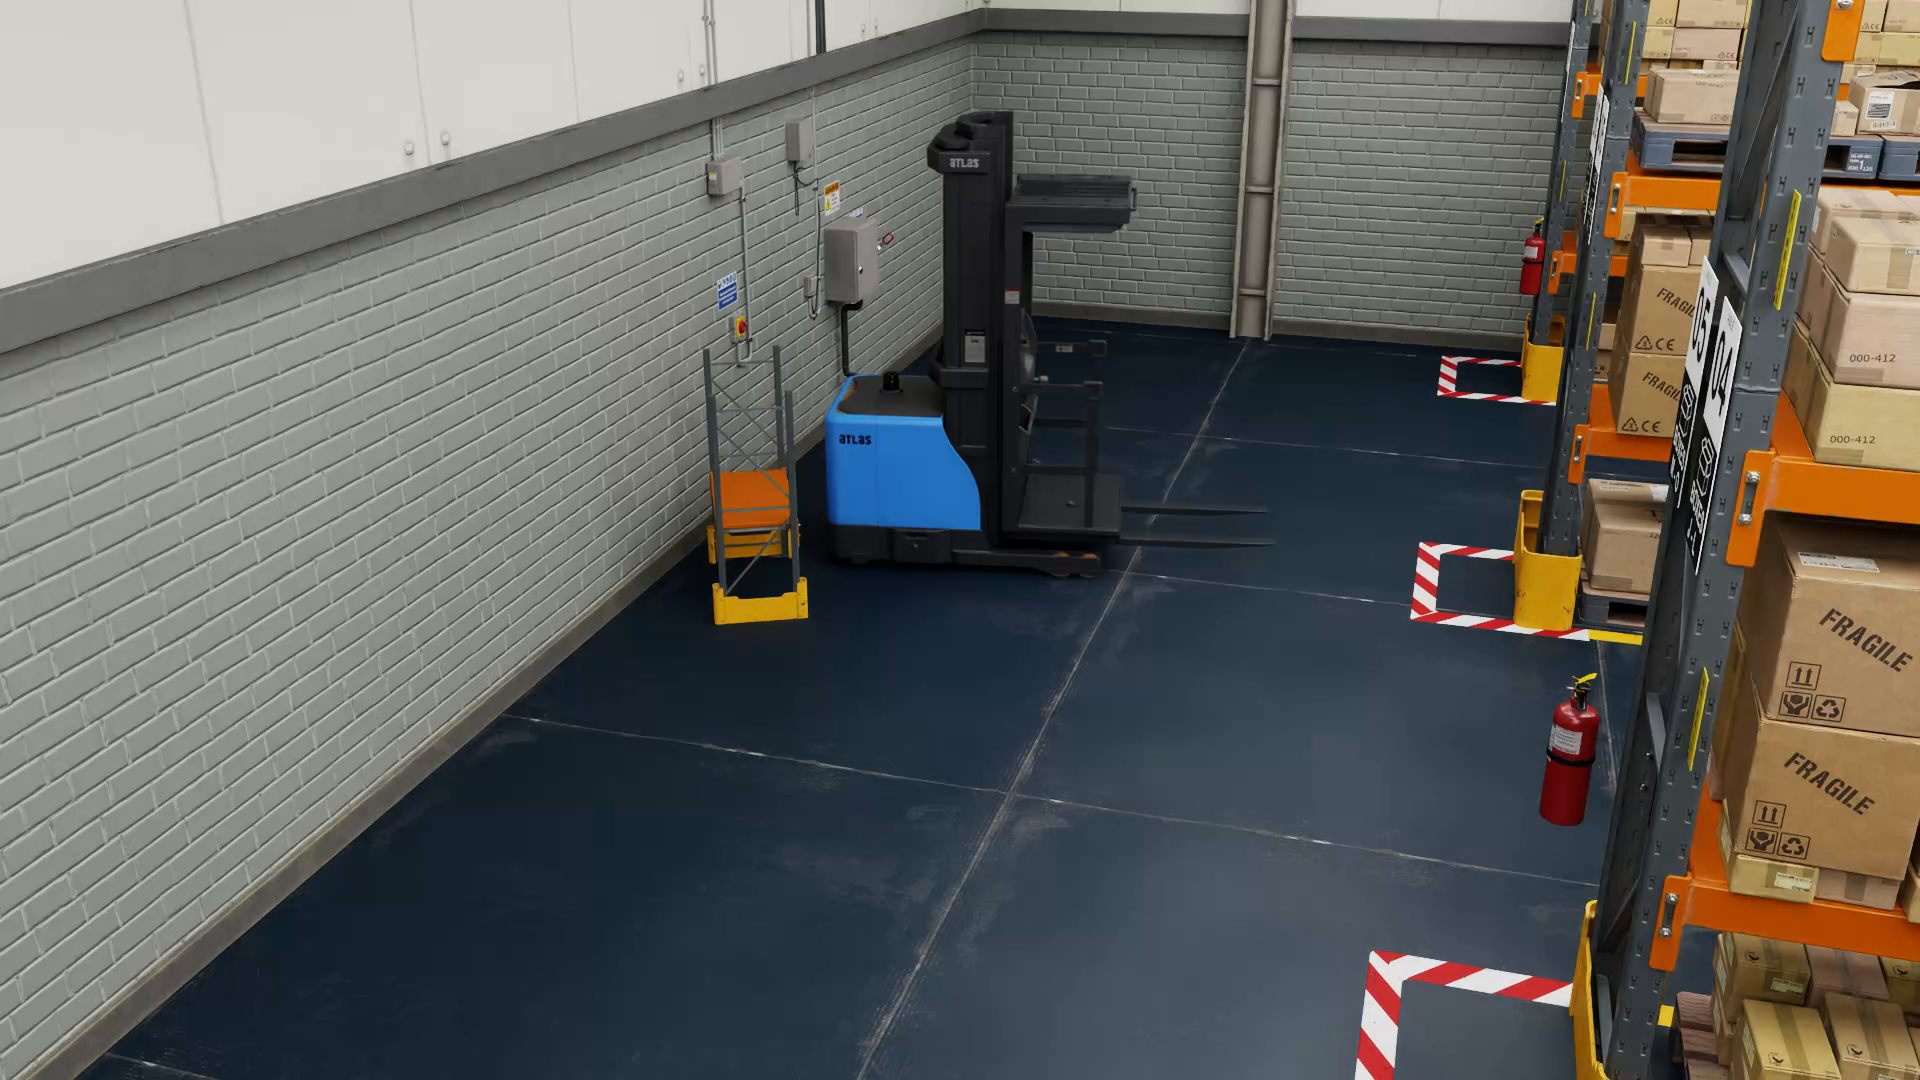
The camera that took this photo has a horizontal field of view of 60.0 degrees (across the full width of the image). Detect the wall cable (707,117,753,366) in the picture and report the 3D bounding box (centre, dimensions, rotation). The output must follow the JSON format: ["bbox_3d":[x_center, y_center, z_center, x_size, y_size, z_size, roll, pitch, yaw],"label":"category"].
[{"bbox_3d":[-1.570,-2.131,11.632,0.123,1.953,0.585,7,23,16],"label":"wall cable"}]

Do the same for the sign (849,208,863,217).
[{"bbox_3d":[-0.879,-2.552,14.163,0.001,0.494,0.329,7,23,16],"label":"sign"}]

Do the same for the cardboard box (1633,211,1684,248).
[{"bbox_3d":[4.236,-1.879,10.094,0.250,0.149,0.380,7,23,16],"label":"cardboard box"}]

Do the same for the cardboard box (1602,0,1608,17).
[{"bbox_3d":[5.771,-4.580,14.178,0.500,0.250,0.500,6,23,14],"label":"cardboard box"}]

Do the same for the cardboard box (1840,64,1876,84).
[{"bbox_3d":[7.183,-3.764,13.371,0.250,0.149,0.380,7,23,17],"label":"cardboard box"}]

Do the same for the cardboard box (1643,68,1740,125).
[{"bbox_3d":[4.292,-2.579,9.664,0.500,0.250,0.500,4,23,11],"label":"cardboard box"}]

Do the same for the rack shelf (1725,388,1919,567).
[{"bbox_3d":[4.417,-0.063,4.966,4.000,0.370,1.077,7,23,16],"label":"rack shelf"}]

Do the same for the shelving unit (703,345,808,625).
[{"bbox_3d":[-1.346,-0.380,10.720,0.587,1.500,1.083,-4,23,-9],"label":"shelving unit"}]

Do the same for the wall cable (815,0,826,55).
[{"bbox_3d":[-0.632,-5.632,13.592,0.133,3.039,2.988,7,23,16],"label":"wall cable"}]

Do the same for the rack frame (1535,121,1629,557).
[{"bbox_3d":[3.835,-1.036,10.344,0.127,3.000,1.000,7,23,16],"label":"rack frame"}]

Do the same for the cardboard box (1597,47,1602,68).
[{"bbox_3d":[5.638,-4.161,14.340,0.250,0.149,0.380,7,23,17],"label":"cardboard box"}]

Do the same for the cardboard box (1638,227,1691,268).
[{"bbox_3d":[4.095,-1.706,9.672,0.250,0.149,0.380,7,23,17],"label":"cardboard box"}]

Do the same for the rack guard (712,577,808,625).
[{"bbox_3d":[-1.260,0.384,10.504,0.587,0.250,0.087,-4,23,-9],"label":"rack guard"}]

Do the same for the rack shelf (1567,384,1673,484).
[{"bbox_3d":[5.750,-0.484,9.946,4.000,0.370,1.077,7,23,16],"label":"rack shelf"}]

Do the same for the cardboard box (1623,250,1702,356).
[{"bbox_3d":[4.212,-1.389,9.755,0.500,0.500,0.500,6,23,14],"label":"cardboard box"}]

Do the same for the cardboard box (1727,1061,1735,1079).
[{"bbox_3d":[2.911,2.072,5.971,0.250,0.149,0.380,7,23,17],"label":"cardboard box"}]

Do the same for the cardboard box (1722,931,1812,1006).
[{"bbox_3d":[3.082,1.589,6.364,0.250,0.149,0.380,7,23,16],"label":"cardboard box"}]

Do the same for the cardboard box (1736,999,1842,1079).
[{"bbox_3d":[2.905,1.803,5.840,0.250,0.149,0.380,5,23,13],"label":"cardboard box"}]

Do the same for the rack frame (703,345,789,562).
[{"bbox_3d":[-1.433,-0.567,11.175,0.500,1.500,0.032,-4,23,-9],"label":"rack frame"}]

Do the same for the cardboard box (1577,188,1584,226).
[{"bbox_3d":[5.782,-2.955,14.826,0.500,0.250,0.500,7,23,17],"label":"cardboard box"}]

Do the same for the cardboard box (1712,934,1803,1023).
[{"bbox_3d":[3.090,1.714,6.449,0.250,0.149,0.380,6,23,14],"label":"cardboard box"}]

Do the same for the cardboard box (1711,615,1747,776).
[{"bbox_3d":[3.006,0.545,5.965,0.500,0.500,0.500,7,23,17],"label":"cardboard box"}]

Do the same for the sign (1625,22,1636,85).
[{"bbox_3d":[3.669,-2.664,9.104,0.005,0.325,0.100,7,23,16],"label":"sign"}]

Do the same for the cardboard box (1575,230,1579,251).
[{"bbox_3d":[5.501,-2.588,14.459,0.250,0.149,0.380,6,23,15],"label":"cardboard box"}]

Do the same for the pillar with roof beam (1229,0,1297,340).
[{"bbox_3d":[1.701,-4.675,11.309,0.400,9.000,9.100,7,23,16],"label":"pillar with roof beam"}]

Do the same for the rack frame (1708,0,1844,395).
[{"bbox_3d":[2.502,-2.002,4.794,0.127,3.000,1.000,7,23,16],"label":"rack frame"}]

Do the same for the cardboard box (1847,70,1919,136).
[{"bbox_3d":[5.254,-2.441,9.249,0.500,0.311,0.500,7,23,16],"label":"cardboard box"}]

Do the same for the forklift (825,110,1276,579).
[{"bbox_3d":[0.642,-1.309,11.098,3.031,2.935,1.130,2,22,6],"label":"forklift"}]

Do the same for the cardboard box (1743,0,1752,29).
[{"bbox_3d":[6.584,-4.275,13.434,0.500,0.250,0.500,6,23,15],"label":"cardboard box"}]

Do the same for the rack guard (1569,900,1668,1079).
[{"bbox_3d":[2.575,1.938,6.387,0.348,0.500,1.175,7,23,16],"label":"rack guard"}]

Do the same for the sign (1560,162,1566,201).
[{"bbox_3d":[5.109,-3.044,14.097,0.005,0.325,0.100,7,23,16],"label":"sign"}]

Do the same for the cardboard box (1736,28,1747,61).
[{"bbox_3d":[6.590,-4.040,13.519,0.500,0.250,0.500,6,23,14],"label":"cardboard box"}]

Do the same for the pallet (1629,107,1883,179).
[{"bbox_3d":[4.548,-2.306,9.603,1.213,0.211,1.003,7,23,15],"label":"pallet"}]

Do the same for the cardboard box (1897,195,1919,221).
[{"bbox_3d":[3.119,-0.977,5.259,0.250,0.149,0.380,7,23,16],"label":"cardboard box"}]

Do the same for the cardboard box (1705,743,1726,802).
[{"bbox_3d":[2.896,0.822,6.144,0.250,0.149,0.380,7,23,16],"label":"cardboard box"}]

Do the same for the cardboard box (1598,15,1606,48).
[{"bbox_3d":[5.770,-4.346,14.267,0.500,0.250,0.500,6,23,15],"label":"cardboard box"}]

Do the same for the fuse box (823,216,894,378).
[{"bbox_3d":[-0.824,-1.797,13.897,0.414,1.711,0.539,7,23,16],"label":"fuse box"}]

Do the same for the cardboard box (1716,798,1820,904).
[{"bbox_3d":[2.717,1.044,5.604,0.250,0.149,0.380,6,23,15],"label":"cardboard box"}]

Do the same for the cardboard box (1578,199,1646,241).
[{"bbox_3d":[5.622,-2.761,14.354,0.500,0.250,0.500,7,23,16],"label":"cardboard box"}]

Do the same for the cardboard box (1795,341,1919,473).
[{"bbox_3d":[2.858,-0.403,5.046,0.500,0.250,0.500,7,23,17],"label":"cardboard box"}]

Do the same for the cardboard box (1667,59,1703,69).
[{"bbox_3d":[6.002,-3.939,13.799,0.250,0.149,0.380,7,23,16],"label":"cardboard box"}]

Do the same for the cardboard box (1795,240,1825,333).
[{"bbox_3d":[3.016,-0.819,5.399,0.500,0.250,0.500,6,23,14],"label":"cardboard box"}]

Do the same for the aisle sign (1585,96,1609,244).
[{"bbox_3d":[3.682,-2.142,9.613,0.004,0.787,0.394,7,23,16],"label":"aisle sign"}]
